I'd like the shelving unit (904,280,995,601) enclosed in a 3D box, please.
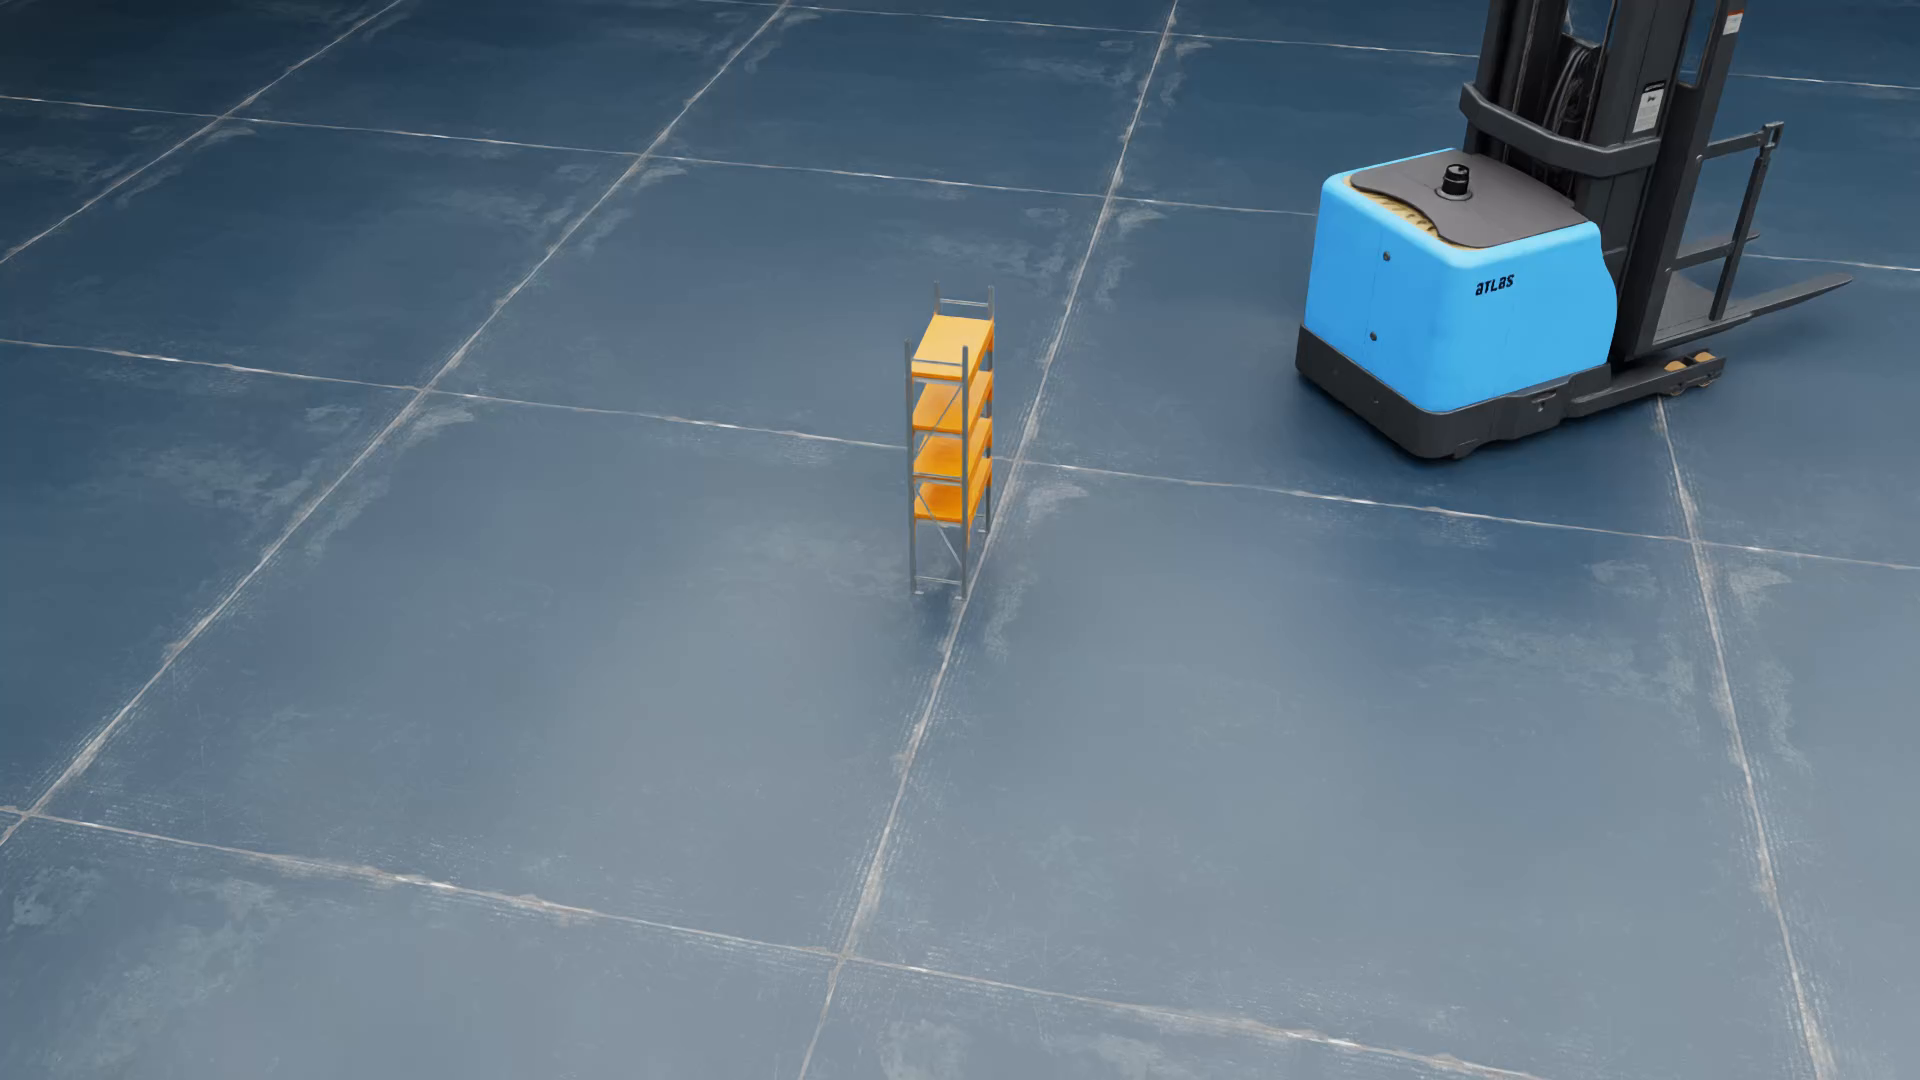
[{"bbox_3d":[-0.035,-0.391,6.767,0.258,1.200,0.503,7,37,10],"label":"shelving unit"}]

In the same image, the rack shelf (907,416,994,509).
[{"bbox_3d":[-0.035,-0.336,6.806,0.258,0.148,0.480,7,37,10],"label":"rack shelf"}]

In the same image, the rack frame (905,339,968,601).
[{"bbox_3d":[-0.087,-0.251,6.574,0.240,1.200,0.015,7,37,10],"label":"rack frame"}]

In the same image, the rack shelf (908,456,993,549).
[{"bbox_3d":[-0.035,-0.176,6.923,0.258,0.148,0.480,7,37,10],"label":"rack shelf"}]

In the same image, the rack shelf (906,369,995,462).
[{"bbox_3d":[-0.035,-0.518,6.675,0.258,0.148,0.480,7,37,10],"label":"rack shelf"}]

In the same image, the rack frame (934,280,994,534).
[{"bbox_3d":[0.017,-0.531,6.960,0.240,1.200,0.015,7,37,10],"label":"rack frame"}]

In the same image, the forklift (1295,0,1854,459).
[{"bbox_3d":[3.229,-2.161,7.734,3.031,2.935,1.130,-17,39,-22],"label":"forklift"}]

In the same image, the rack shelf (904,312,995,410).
[{"bbox_3d":[-0.035,-0.709,6.536,0.258,0.148,0.480,7,37,10],"label":"rack shelf"}]
